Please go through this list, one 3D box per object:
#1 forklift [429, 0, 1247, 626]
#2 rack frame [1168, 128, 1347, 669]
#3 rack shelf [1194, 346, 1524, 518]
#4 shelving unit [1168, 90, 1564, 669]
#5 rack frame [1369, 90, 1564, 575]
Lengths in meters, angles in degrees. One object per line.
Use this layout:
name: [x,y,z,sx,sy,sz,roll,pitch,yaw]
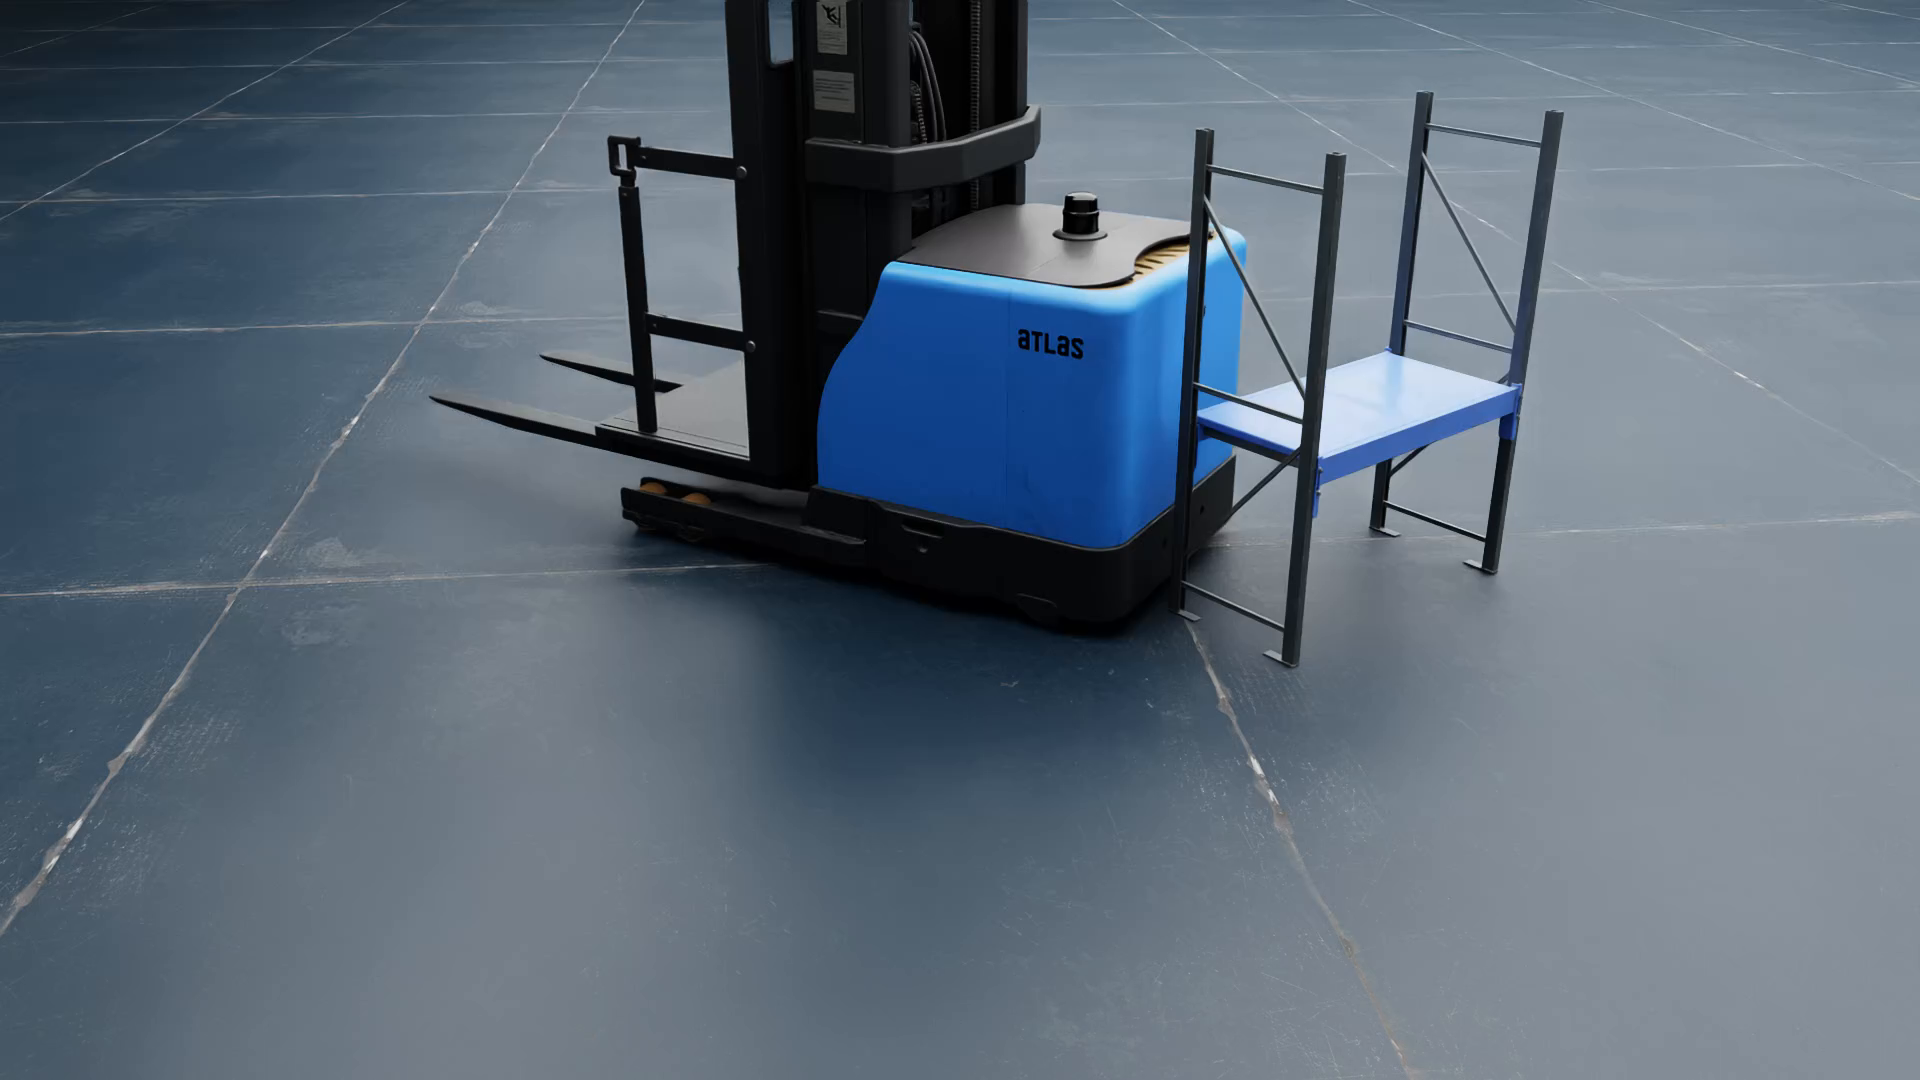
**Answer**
forklift: [-0.591,-1.502,5.521,3.031,2.935,1.130,13,27,27]
rack frame: [0.830,-0.388,4.776,0.032,1.500,0.500,-19,30,-36]
rack shelf: [1.220,-0.356,5.147,1.000,0.185,0.538,-19,30,-36]
shelving unit: [1.220,-0.520,5.074,1.048,1.500,0.538,-19,30,-36]
rack frame: [1.610,-0.653,5.372,0.032,1.500,0.500,-19,30,-36]
